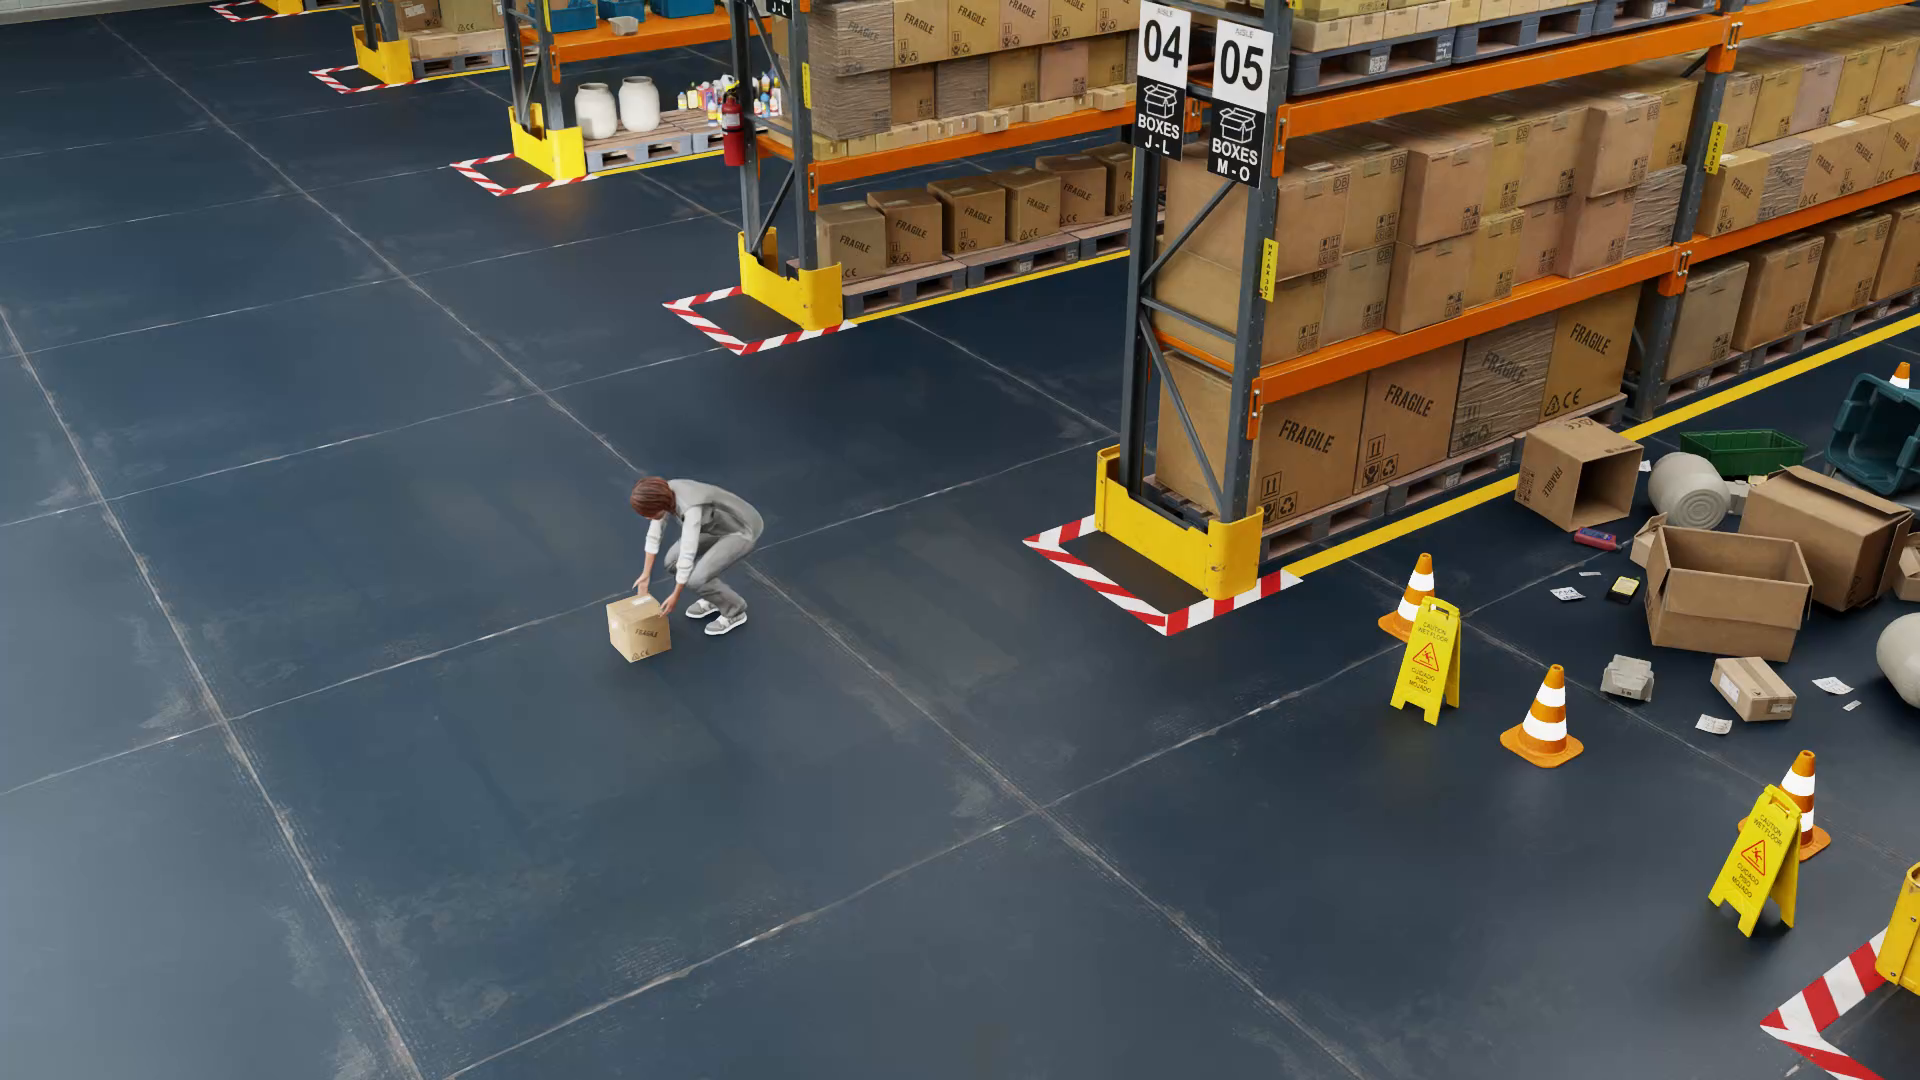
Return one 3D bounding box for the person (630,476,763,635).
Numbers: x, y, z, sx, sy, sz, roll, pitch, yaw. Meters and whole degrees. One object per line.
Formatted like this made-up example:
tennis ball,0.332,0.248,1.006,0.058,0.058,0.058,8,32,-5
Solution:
person,-1.430,0.041,9.156,0.769,1.022,0.457,-19,34,-31
